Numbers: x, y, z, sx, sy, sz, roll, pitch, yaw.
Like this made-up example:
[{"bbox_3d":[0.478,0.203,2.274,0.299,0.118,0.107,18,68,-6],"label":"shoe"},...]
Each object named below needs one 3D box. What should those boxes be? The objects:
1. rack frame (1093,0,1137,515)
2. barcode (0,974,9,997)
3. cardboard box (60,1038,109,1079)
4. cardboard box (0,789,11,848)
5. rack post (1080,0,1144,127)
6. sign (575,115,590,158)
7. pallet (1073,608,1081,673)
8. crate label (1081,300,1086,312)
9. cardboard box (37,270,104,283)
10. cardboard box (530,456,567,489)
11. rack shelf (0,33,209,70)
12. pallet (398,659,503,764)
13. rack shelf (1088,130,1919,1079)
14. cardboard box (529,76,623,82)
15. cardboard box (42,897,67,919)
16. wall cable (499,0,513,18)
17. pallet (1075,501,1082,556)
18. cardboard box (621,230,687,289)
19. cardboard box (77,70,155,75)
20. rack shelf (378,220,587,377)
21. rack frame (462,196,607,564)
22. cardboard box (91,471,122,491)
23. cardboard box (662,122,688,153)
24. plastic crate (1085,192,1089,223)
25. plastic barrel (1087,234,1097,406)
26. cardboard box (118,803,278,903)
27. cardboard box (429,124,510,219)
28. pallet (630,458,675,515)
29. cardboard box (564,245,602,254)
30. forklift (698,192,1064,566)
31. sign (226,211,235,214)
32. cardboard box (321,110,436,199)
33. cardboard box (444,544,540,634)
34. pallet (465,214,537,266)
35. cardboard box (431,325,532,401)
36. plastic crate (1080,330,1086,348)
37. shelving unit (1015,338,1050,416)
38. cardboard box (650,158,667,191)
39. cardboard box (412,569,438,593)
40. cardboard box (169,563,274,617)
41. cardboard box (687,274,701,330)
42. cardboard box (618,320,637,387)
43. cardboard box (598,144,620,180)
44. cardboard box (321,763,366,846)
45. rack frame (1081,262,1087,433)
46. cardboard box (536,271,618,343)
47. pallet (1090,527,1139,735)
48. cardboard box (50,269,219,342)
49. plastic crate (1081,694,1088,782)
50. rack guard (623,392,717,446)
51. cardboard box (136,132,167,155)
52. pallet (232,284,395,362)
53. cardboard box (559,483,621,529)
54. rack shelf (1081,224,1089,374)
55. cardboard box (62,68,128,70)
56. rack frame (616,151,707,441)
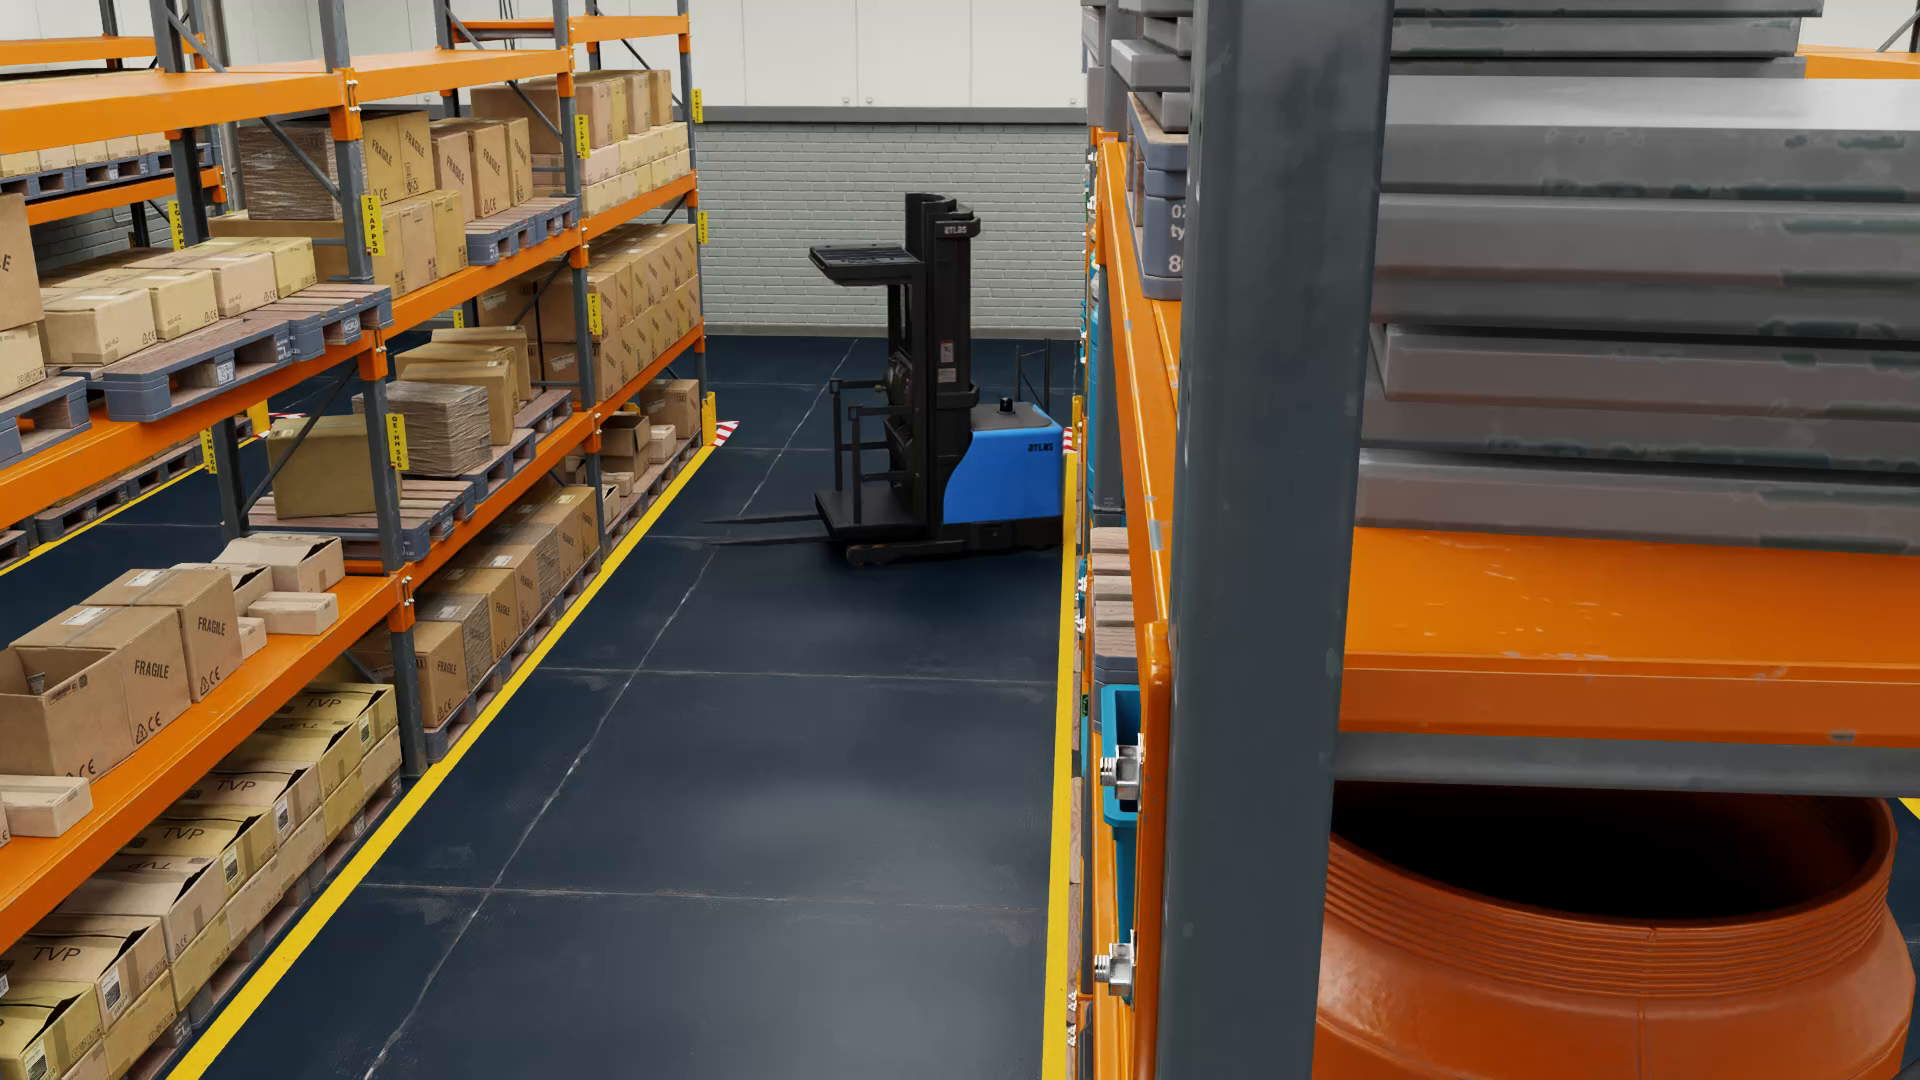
[{"bbox_3d":[0.906,-1.513,4.588,1.000,3.000,0.127,1,18,4],"label":"rack frame"},{"bbox_3d":[-3.600,1.679,6.248,0.001,0.075,0.075,1,18,4],"label":"barcode"},{"bbox_3d":[-3.758,2.214,6.591,0.500,0.250,0.500,1,18,3],"label":"cardboard box"},{"bbox_3d":[-4.042,1.144,6.356,0.500,0.250,0.500,2,18,7],"label":"cardboard box"},{"bbox_3d":[0.962,-2.221,6.429,1.013,1.000,3.121,1,18,4],"label":"rack post"},{"bbox_3d":[-2.907,-3.105,12.803,0.100,0.325,0.005,1,18,4],"label":"sign"},{"bbox_3d":[1.298,0.797,11.651,1.003,0.211,1.213,1,18,4],"label":"pallet"},{"bbox_3d":[1.421,-2.269,16.702,0.416,0.233,0.303,1,18,4],"label":"crate label"},{"bbox_3d":[-8.246,-2.131,15.628,0.980,0.700,0.700,0,18,1],"label":"cardboard box"},{"bbox_3d":[-3.703,-0.463,14.326,0.500,0.500,0.500,1,18,4],"label":"cardboard box"},{"bbox_3d":[-8.258,-4.308,14.916,1.077,0.370,4.000,1,18,4],"label":"rack shelf"},{"bbox_3d":[-3.656,1.078,10.794,1.003,0.211,1.213,1,18,4],"label":"pallet"},{"bbox_3d":[0.763,-0.360,2.867,1.077,0.370,4.000,1,18,4],"label":"rack shelf"},{"bbox_3d":[-3.373,-3.825,14.694,0.700,0.500,0.500,1,18,4],"label":"cardboard box"},{"bbox_3d":[-4.222,1.618,7.509,0.500,0.311,0.500,1,18,4],"label":"cardboard box"},{"bbox_3d":[-4.655,-8.074,21.487,3.097,2.526,0.112,1,18,4],"label":"wall cable"},{"bbox_3d":[1.494,-0.051,14.239,1.003,0.211,1.213,1,18,4],"label":"pallet"},{"bbox_3d":[-2.967,-2.722,16.147,0.500,0.500,0.500,2,18,5],"label":"cardboard box"},{"bbox_3d":[-7.942,-4.179,15.744,0.500,0.500,0.500,2,18,6],"label":"cardboard box"},{"bbox_3d":[-3.604,-1.721,11.195,1.077,0.370,4.000,1,18,4],"label":"rack shelf"},{"bbox_3d":[-3.461,-1.258,13.446,1.000,3.000,0.127,1,18,4],"label":"rack frame"},{"bbox_3d":[-8.207,-0.765,15.282,0.700,0.500,0.500,1,18,3],"label":"cardboard box"},{"bbox_3d":[-2.956,-3.927,16.212,0.500,0.250,0.500,1,18,4],"label":"cardboard box"},{"bbox_3d":[1.209,-2.610,13.093,0.450,0.188,0.662,1,18,4],"label":"plastic crate"},{"bbox_3d":[0.820,-0.895,6.714,0.600,0.901,0.708,1,18,4],"label":"plastic barrel"},{"bbox_3d":[-3.647,1.467,7.971,0.500,0.311,0.500,2,18,5],"label":"cardboard box"},{"bbox_3d":[-3.595,-2.615,11.775,0.600,0.600,0.600,1,18,3],"label":"cardboard box"},{"bbox_3d":[-3.325,-0.526,15.691,1.003,0.211,1.213,1,18,4],"label":"pallet"},{"bbox_3d":[-3.575,-2.416,15.212,0.500,0.500,0.500,1,18,3],"label":"cardboard box"},{"bbox_3d":[-0.693,-1.354,13.850,3.031,2.935,1.130,-4,19,-12],"label":"forklift"},{"bbox_3d":[-7.575,-3.256,17.304,0.100,0.325,0.005,1,18,4],"label":"sign"},{"bbox_3d":[-3.637,-2.416,10.396,0.500,0.500,0.500,1,18,4],"label":"cardboard box"},{"bbox_3d":[-3.324,0.347,11.854,0.500,0.500,0.500,1,18,2],"label":"cardboard box"},{"bbox_3d":[-3.649,-2.071,11.412,1.213,0.211,1.003,1,18,4],"label":"pallet"},{"bbox_3d":[-3.718,-1.363,12.931,0.700,0.500,0.500,-5,19,-15],"label":"cardboard box"},{"bbox_3d":[1.305,-1.766,15.169,0.416,0.233,0.300,1,18,4],"label":"plastic crate"},{"bbox_3d":[0.253,-1.179,15.611,1.083,1.500,0.587,14,23,36],"label":"shelving unit"},{"bbox_3d":[-3.017,-3.379,15.341,0.500,0.250,0.500,1,18,4],"label":"cardboard box"},{"bbox_3d":[-3.877,0.506,11.368,0.500,0.500,0.500,1,18,2],"label":"cardboard box"},{"bbox_3d":[-4.005,0.300,8.834,0.500,0.311,0.500,1,18,3],"label":"cardboard box"},{"bbox_3d":[-2.934,-2.403,16.779,0.500,0.500,0.500,2,18,6],"label":"cardboard box"},{"bbox_3d":[-3.119,-1.617,14.380,0.500,0.500,0.500,2,18,5],"label":"cardboard box"},{"bbox_3d":[-3.144,-3.151,13.842,0.500,0.250,0.500,1,18,4],"label":"cardboard box"},{"bbox_3d":[-3.575,1.420,9.013,0.500,0.250,0.500,1,18,3],"label":"cardboard box"},{"bbox_3d":[1.767,-2.389,16.896,1.000,3.000,0.127,1,18,4],"label":"rack frame"},{"bbox_3d":[-3.146,-1.921,13.702,0.500,0.500,0.500,2,18,5],"label":"cardboard box"},{"bbox_3d":[0.952,0.229,4.394,1.213,0.211,1.003,1,18,4],"label":"pallet"},{"bbox_3d":[-3.795,-1.087,7.672,0.500,0.250,0.500,1,18,3],"label":"cardboard box"},{"bbox_3d":[0.750,0.892,7.225,0.450,0.188,0.662,1,18,4],"label":"plastic crate"},{"bbox_3d":[-3.179,-1.289,17.555,1.175,0.500,0.348,1,18,4],"label":"rack guard"},{"bbox_3d":[-7.939,-3.816,15.841,0.500,0.250,0.500,1,18,2],"label":"cardboard box"},{"bbox_3d":[-3.707,-1.139,8.568,1.213,0.211,1.003,2,18,6],"label":"pallet"},{"bbox_3d":[-3.215,-0.315,14.179,0.500,0.311,0.500,1,18,4],"label":"cardboard box"},{"bbox_3d":[1.336,-1.609,10.854,1.077,0.370,4.000,1,18,4],"label":"rack shelf"},{"bbox_3d":[-8.408,-4.346,16.254,0.500,0.500,0.500,1,18,2],"label":"cardboard box"},{"bbox_3d":[-3.174,-2.501,17.237,1.000,3.000,0.127,1,18,4],"label":"rack frame"}]
